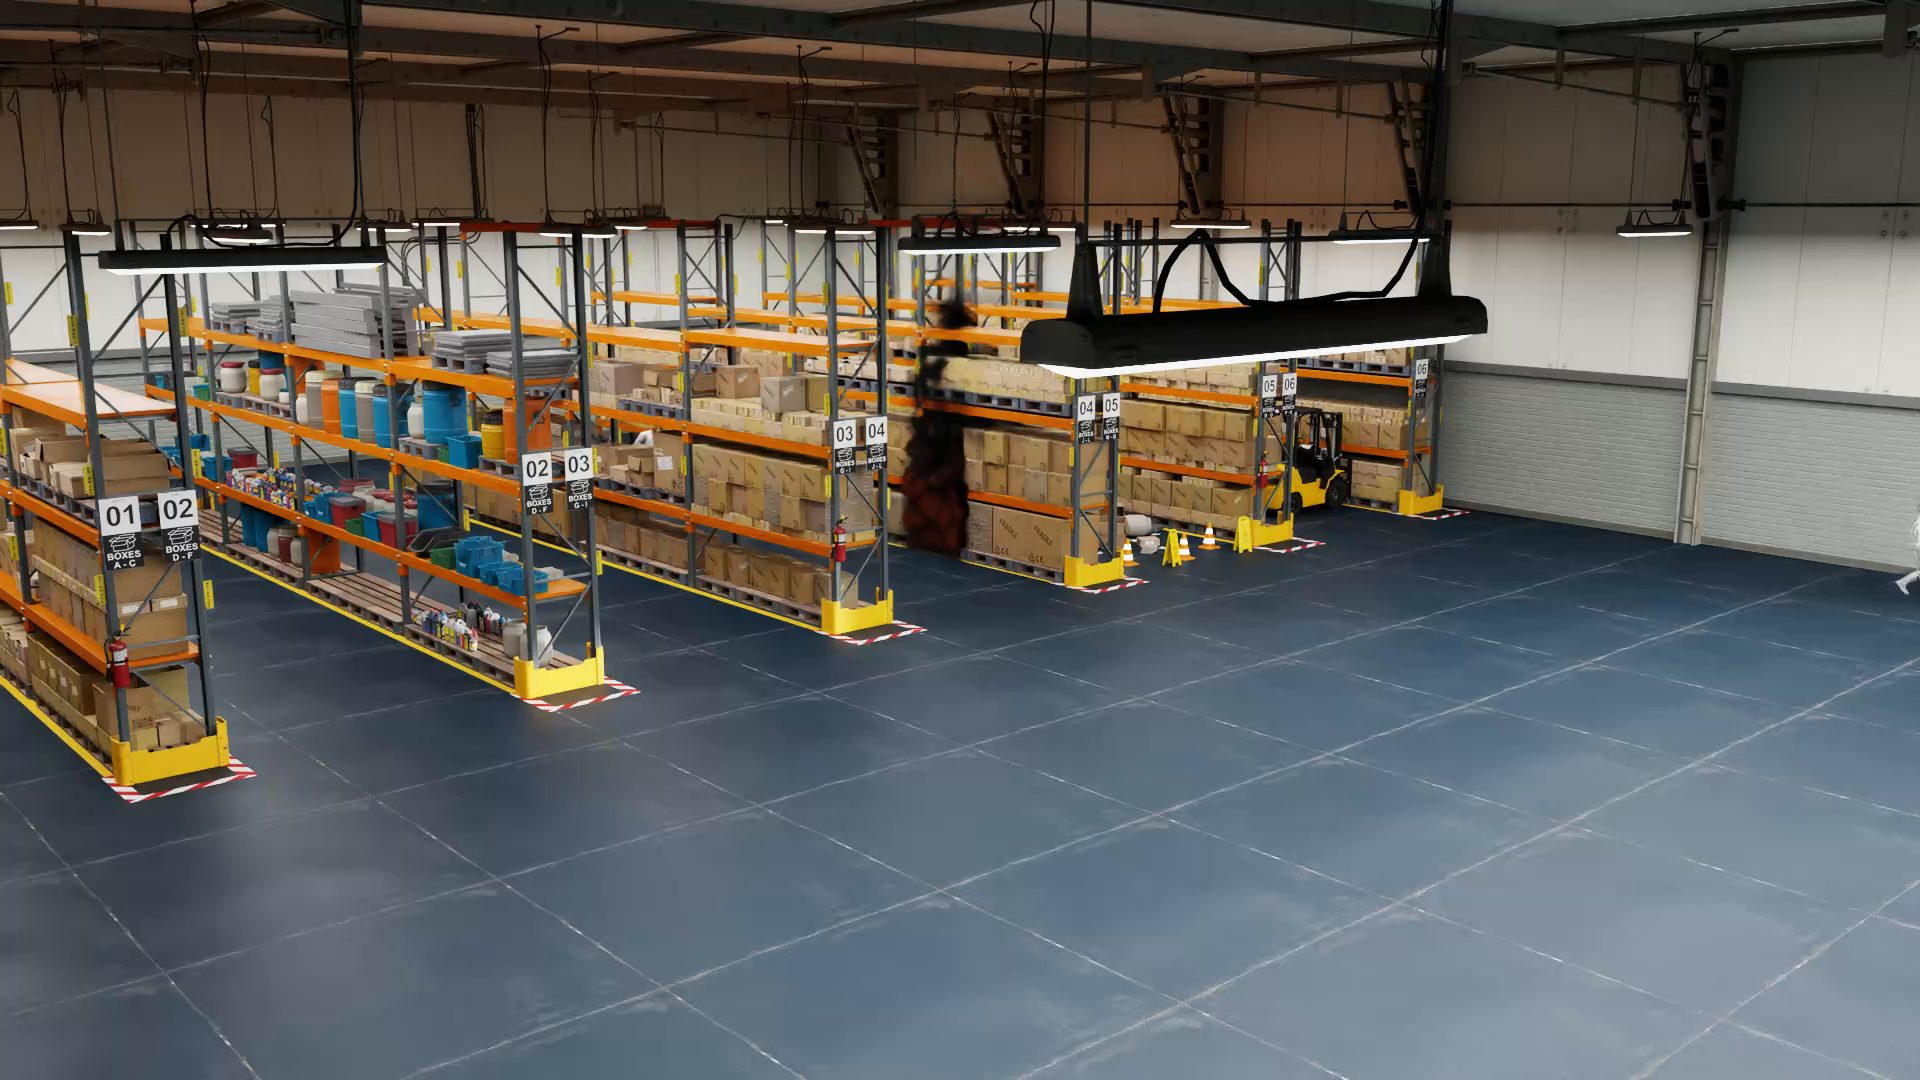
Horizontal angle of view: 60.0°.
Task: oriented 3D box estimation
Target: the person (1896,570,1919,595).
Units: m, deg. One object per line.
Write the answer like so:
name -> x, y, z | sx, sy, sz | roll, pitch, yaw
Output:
person -> 15.594, 0.179, 26.684 | 0.896, 1.670, 0.622 | 4, 12, 20

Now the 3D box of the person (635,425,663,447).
person -> -6.552, -1.699, 35.773 | 0.692, 1.820, 0.945 | -10, 15, -40

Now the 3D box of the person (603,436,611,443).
person -> -7.163, -1.334, 34.272 | 0.736, 1.657, 0.622 | 10, 15, 41
